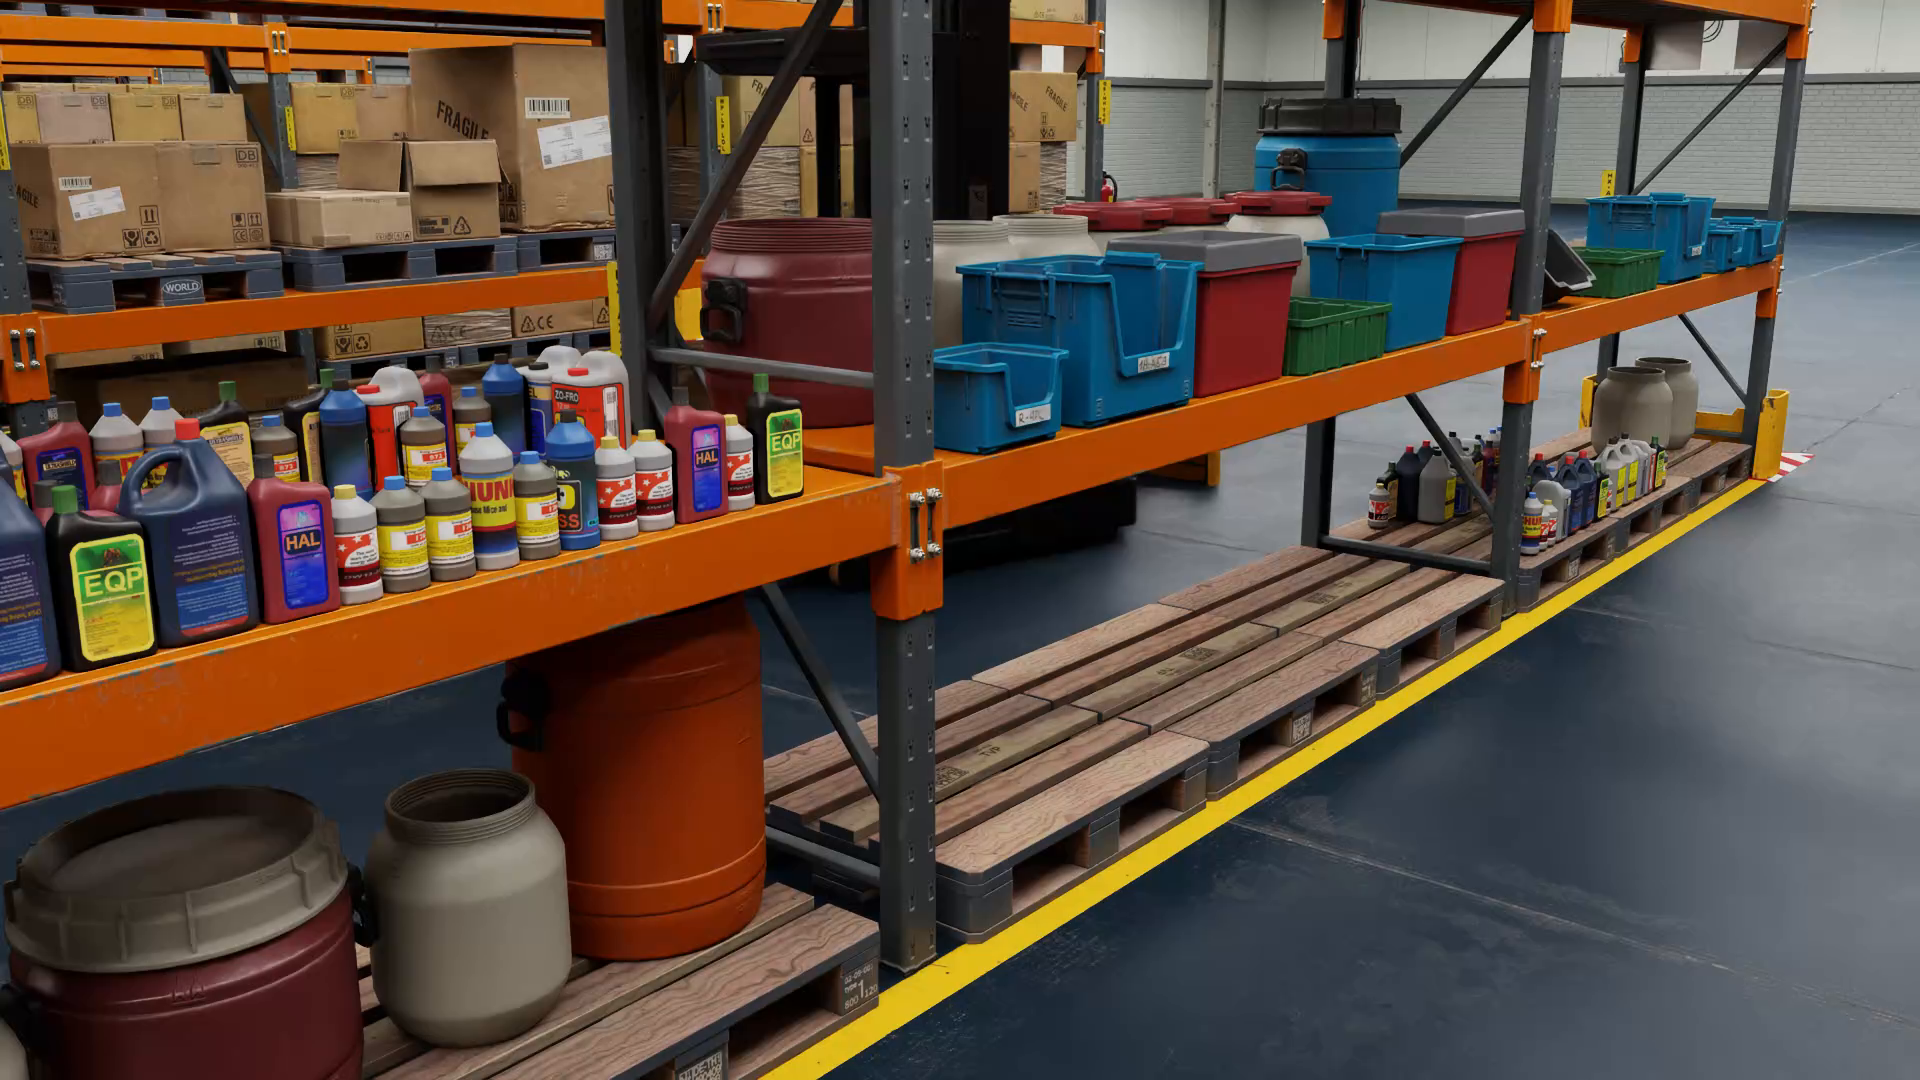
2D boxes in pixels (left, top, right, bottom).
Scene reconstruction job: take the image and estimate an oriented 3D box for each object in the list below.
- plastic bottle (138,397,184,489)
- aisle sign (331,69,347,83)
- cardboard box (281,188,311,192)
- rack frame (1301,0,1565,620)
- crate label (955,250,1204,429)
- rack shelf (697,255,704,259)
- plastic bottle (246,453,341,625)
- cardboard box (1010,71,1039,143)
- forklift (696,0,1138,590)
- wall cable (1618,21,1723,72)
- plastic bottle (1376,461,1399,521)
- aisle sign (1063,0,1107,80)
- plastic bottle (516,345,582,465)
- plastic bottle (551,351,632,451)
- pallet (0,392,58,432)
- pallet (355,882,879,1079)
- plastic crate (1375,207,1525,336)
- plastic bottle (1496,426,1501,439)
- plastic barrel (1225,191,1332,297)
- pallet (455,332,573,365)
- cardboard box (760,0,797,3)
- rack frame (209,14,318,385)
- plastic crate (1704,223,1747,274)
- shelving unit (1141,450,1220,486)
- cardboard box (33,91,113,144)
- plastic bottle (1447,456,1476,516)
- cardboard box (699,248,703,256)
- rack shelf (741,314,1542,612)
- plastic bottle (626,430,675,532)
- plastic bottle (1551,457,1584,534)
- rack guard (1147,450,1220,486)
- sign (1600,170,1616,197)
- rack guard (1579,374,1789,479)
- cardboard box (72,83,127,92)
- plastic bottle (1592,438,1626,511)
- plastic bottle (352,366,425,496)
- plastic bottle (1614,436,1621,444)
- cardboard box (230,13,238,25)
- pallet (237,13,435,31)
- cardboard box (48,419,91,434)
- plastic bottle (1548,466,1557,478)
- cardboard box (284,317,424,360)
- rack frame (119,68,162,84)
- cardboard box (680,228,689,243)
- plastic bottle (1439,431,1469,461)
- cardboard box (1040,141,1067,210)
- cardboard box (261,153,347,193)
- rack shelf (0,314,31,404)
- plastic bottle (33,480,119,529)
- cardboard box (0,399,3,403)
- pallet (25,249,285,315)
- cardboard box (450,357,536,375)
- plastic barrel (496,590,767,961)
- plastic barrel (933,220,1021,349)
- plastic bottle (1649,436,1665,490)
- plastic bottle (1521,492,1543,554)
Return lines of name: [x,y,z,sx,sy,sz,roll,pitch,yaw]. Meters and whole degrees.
plastic bottle: [-1.624,-0.157,3.410,0.097,0.271,0.097,0,14,0]
aisle sign: [-7.222,-5.581,19.218,0.394,0.787,0.004,11,18,38]
cardboard box: [-3.501,-1.695,8.622,0.396,0.266,0.258,11,18,36]
rack frame: [2.027,-1.195,7.233,1.000,3.000,0.127,11,18,38]
crate label: [0.348,-0.594,4.798,0.502,0.435,0.616,11,18,38]
rack shelf: [-0.568,-1.995,11.847,1.077,0.370,4.000,11,18,38]
plastic bottle: [-1.128,-0.010,2.806,0.061,0.283,0.133,11,18,38]
cardboard box: [0.225,-3.164,12.148,0.500,0.500,0.500,11,18,38]
forklift: [-0.576,-1.334,7.923,3.031,2.935,1.130,-10,17,-34]
wall cable: [17.088,-14.223,39.426,2.305,6.003,0.169,11,18,38]
plastic bottle: [2.073,-0.235,8.077,0.061,0.283,0.133,12,19,40]
aisle sign: [0.961,-3.953,12.810,0.394,0.787,0.004,11,18,38]
plastic bottle: [-1.010,-0.336,4.104,0.152,0.276,0.135,11,18,38]
plastic bottle: [-0.892,-0.312,4.011,0.152,0.276,0.135,11,18,38]
pallet: [-6.813,-1.002,12.140,1.003,0.211,1.213,11,18,38]
pallet: [-0.950,1.080,3.942,1.003,0.211,1.213,11,18,38]
plastic crate: [1.961,-1.086,6.674,0.402,0.464,0.583,11,18,38]
plastic bottle: [2.944,-0.487,9.095,0.097,0.271,0.097,0,14,0]
plastic barrel: [1.255,-1.111,6.629,0.433,0.535,0.433,0,14,0]
pallet: [-4.314,-1.765,15.141,1.003,0.211,1.213,11,18,38]
cardboard box: [-1.343,-3.389,10.083,0.500,0.250,0.500,10,18,35]
rack frame: [-5.620,-2.748,13.348,1.000,3.000,0.127,11,18,38]
plastic crate: [4.047,-1.623,9.221,0.499,0.251,0.408,11,18,38]
shelving unit: [1.000,-0.997,9.500,0.587,1.500,1.083,10,17,35]
cardboard box: [-6.567,-2.990,12.065,0.700,0.500,0.500,11,18,38]
plastic bottle: [2.459,-0.274,8.249,0.152,0.276,0.135,11,18,38]
cardboard box: [-1.456,-1.834,10.260,0.380,0.149,0.250,11,18,38]
rack shelf: [0.770,-0.463,5.814,1.077,0.370,4.000,11,18,38]
plastic bottle: [-0.641,-0.125,3.428,0.097,0.201,0.097,0,14,0]
plastic bottle: [2.857,-0.214,7.861,0.144,0.351,0.185,12,18,39]
rack guard: [1.295,-0.490,10.043,0.587,0.250,0.087,10,17,35]
sign: [4.116,-2.181,10.553,0.100,0.325,0.005,11,18,38]
rack guard: [4.530,-0.727,10.471,1.175,0.500,0.348,11,18,38]
cardboard box: [-8.750,-4.317,16.687,0.700,0.500,0.500,11,18,38]
plastic bottle: [3.243,-0.332,8.324,0.144,0.351,0.185,11,18,37]
plastic bottle: [-1.301,-0.247,3.755,0.152,0.276,0.135,11,18,38]
plastic bottle: [3.465,-0.410,8.769,0.061,0.283,0.133,11,18,38]
cardboard box: [-7.771,-5.450,17.593,0.500,0.250,0.500,12,18,39]
pallet: [-5.097,-4.314,13.600,1.003,0.211,1.213,11,18,38]
cardboard box: [-3.934,-0.328,8.006,0.700,0.500,0.500,10,17,35]
plastic bottle: [2.854,-0.222,8.054,0.097,0.271,0.097,0,14,0]
cardboard box: [-5.170,-2.031,13.990,0.875,0.875,0.875,12,18,38]
rack frame: [-10.882,-5.028,22.324,1.000,3.000,0.127,11,18,38]
cardboard box: [-1.919,-1.926,10.623,0.380,0.149,0.250,11,18,38]
plastic bottle: [2.531,-0.391,8.555,0.144,0.351,0.185,11,18,37]
cardboard box: [0.322,-2.819,12.819,0.875,0.500,0.500,11,18,38]
cardboard box: [-5.397,-2.893,13.615,0.875,0.550,0.550,11,18,38]
rack shelf: [-5.596,-0.463,5.816,1.077,0.370,4.000,11,18,38]
plastic bottle: [-1.375,0.042,2.603,0.061,0.283,0.133,11,18,38]
cardboard box: [-7.134,-1.366,11.623,1.050,0.750,0.750,12,18,38]
pallet: [-3.974,-1.255,7.861,1.213,0.211,1.003,11,18,38]
cardboard box: [-2.542,-0.760,9.706,0.700,0.500,0.500,11,18,37]
plastic barrel: [-0.781,0.516,4.054,0.600,0.830,0.708,11,18,38]
plastic barrel: [-0.007,-0.713,5.110,0.421,0.512,0.421,0,14,0]
plastic bottle: [3.669,-0.413,8.778,0.061,0.283,0.133,12,18,39]
plastic bottle: [2.568,-0.079,7.488,0.097,0.271,0.097,0,14,0]
